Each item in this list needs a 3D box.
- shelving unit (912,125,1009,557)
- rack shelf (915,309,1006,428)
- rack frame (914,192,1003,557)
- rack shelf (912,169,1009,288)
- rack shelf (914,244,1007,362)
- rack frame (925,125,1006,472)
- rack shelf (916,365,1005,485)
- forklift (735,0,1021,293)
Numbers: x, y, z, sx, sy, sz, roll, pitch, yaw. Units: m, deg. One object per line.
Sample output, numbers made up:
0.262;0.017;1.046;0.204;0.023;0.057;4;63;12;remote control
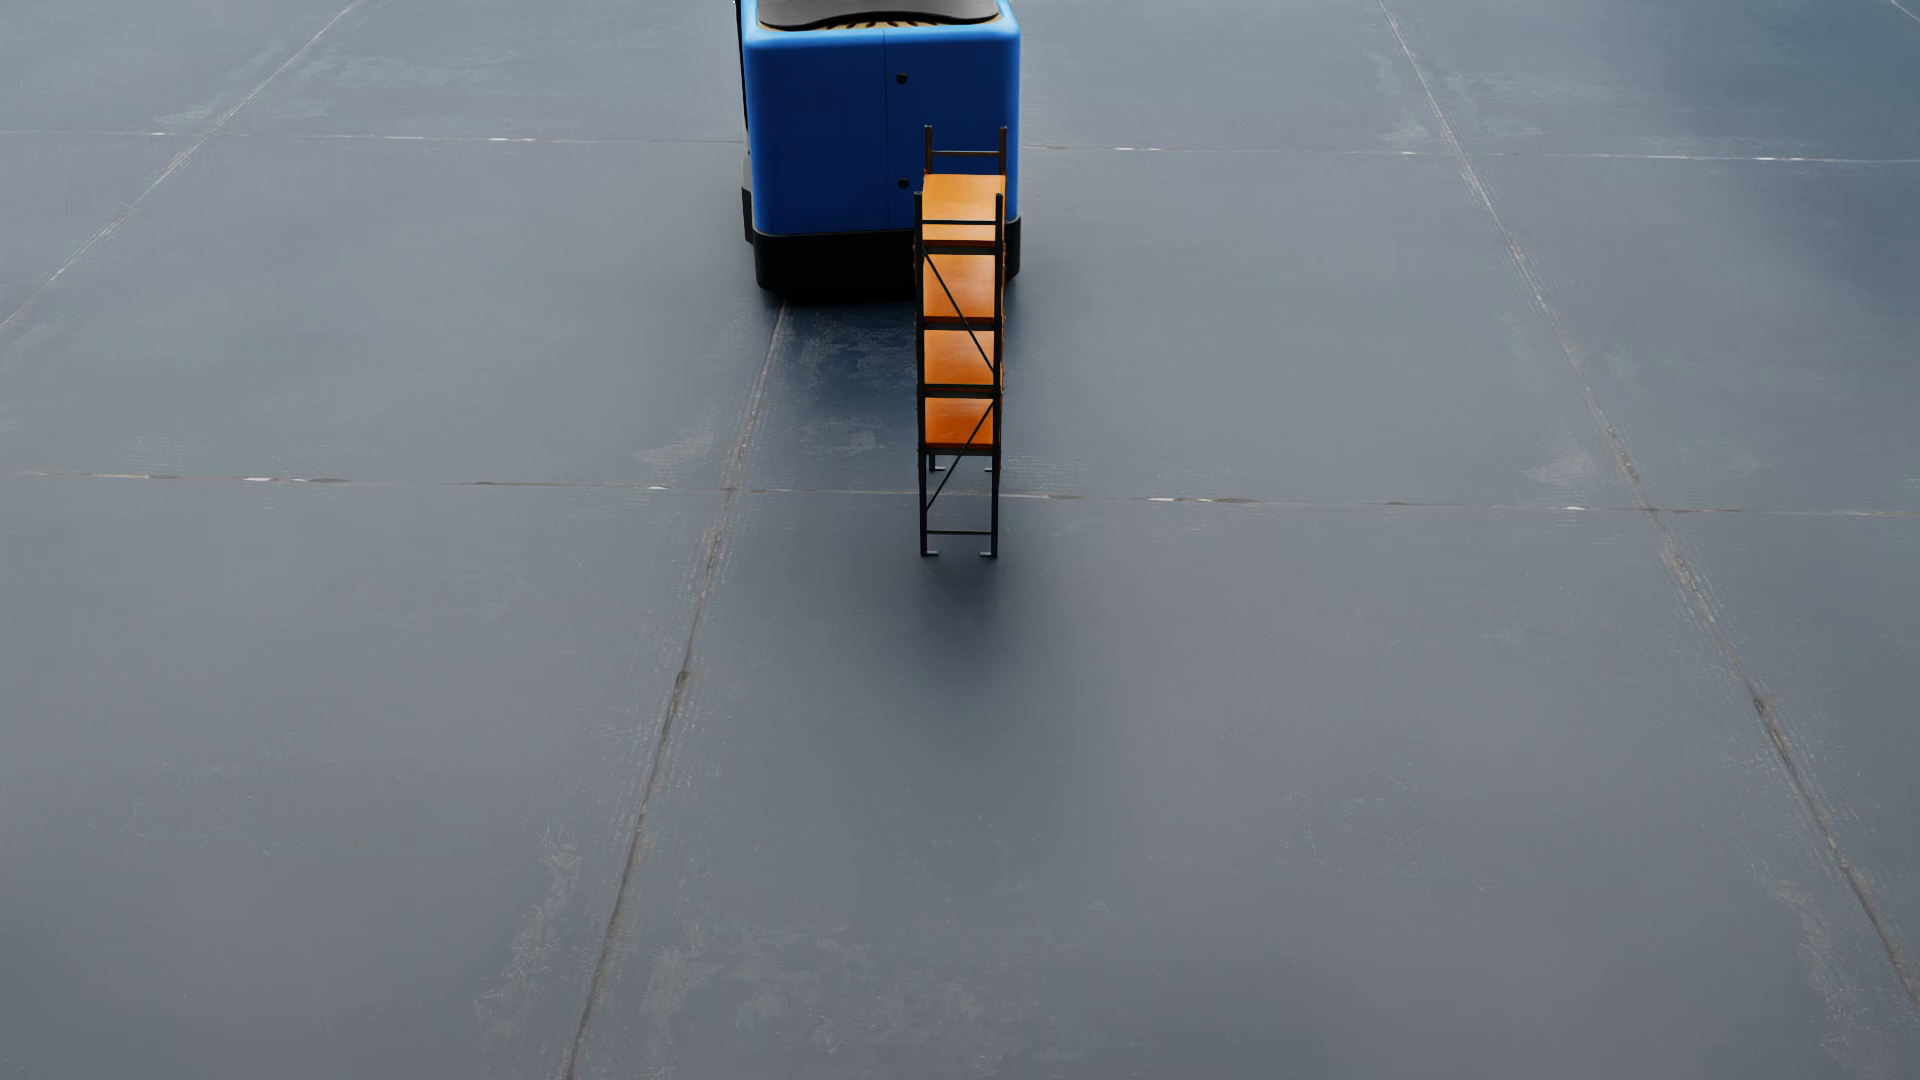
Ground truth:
0.007;-0.586;5.040;0.258;1.200;0.503;1;35;2;shelving unit
0.007;-0.531;5.079;0.258;0.148;0.480;1;35;2;rack shelf
-0.003;-0.446;4.841;0.240;1.200;0.015;1;35;2;rack frame
0.007;-0.907;4.814;0.258;0.148;0.480;1;35;2;rack shelf
0.007;-0.714;4.950;0.258;0.148;0.480;1;35;2;rack shelf
0.016;-0.726;5.240;0.240;1.200;0.015;1;35;2;rack frame
0.007;-0.368;5.193;0.258;0.148;0.480;1;35;2;rack shelf
-0.449;-3.000;6.969;1.130;2.935;3.031;-4;35;-6;forklift
